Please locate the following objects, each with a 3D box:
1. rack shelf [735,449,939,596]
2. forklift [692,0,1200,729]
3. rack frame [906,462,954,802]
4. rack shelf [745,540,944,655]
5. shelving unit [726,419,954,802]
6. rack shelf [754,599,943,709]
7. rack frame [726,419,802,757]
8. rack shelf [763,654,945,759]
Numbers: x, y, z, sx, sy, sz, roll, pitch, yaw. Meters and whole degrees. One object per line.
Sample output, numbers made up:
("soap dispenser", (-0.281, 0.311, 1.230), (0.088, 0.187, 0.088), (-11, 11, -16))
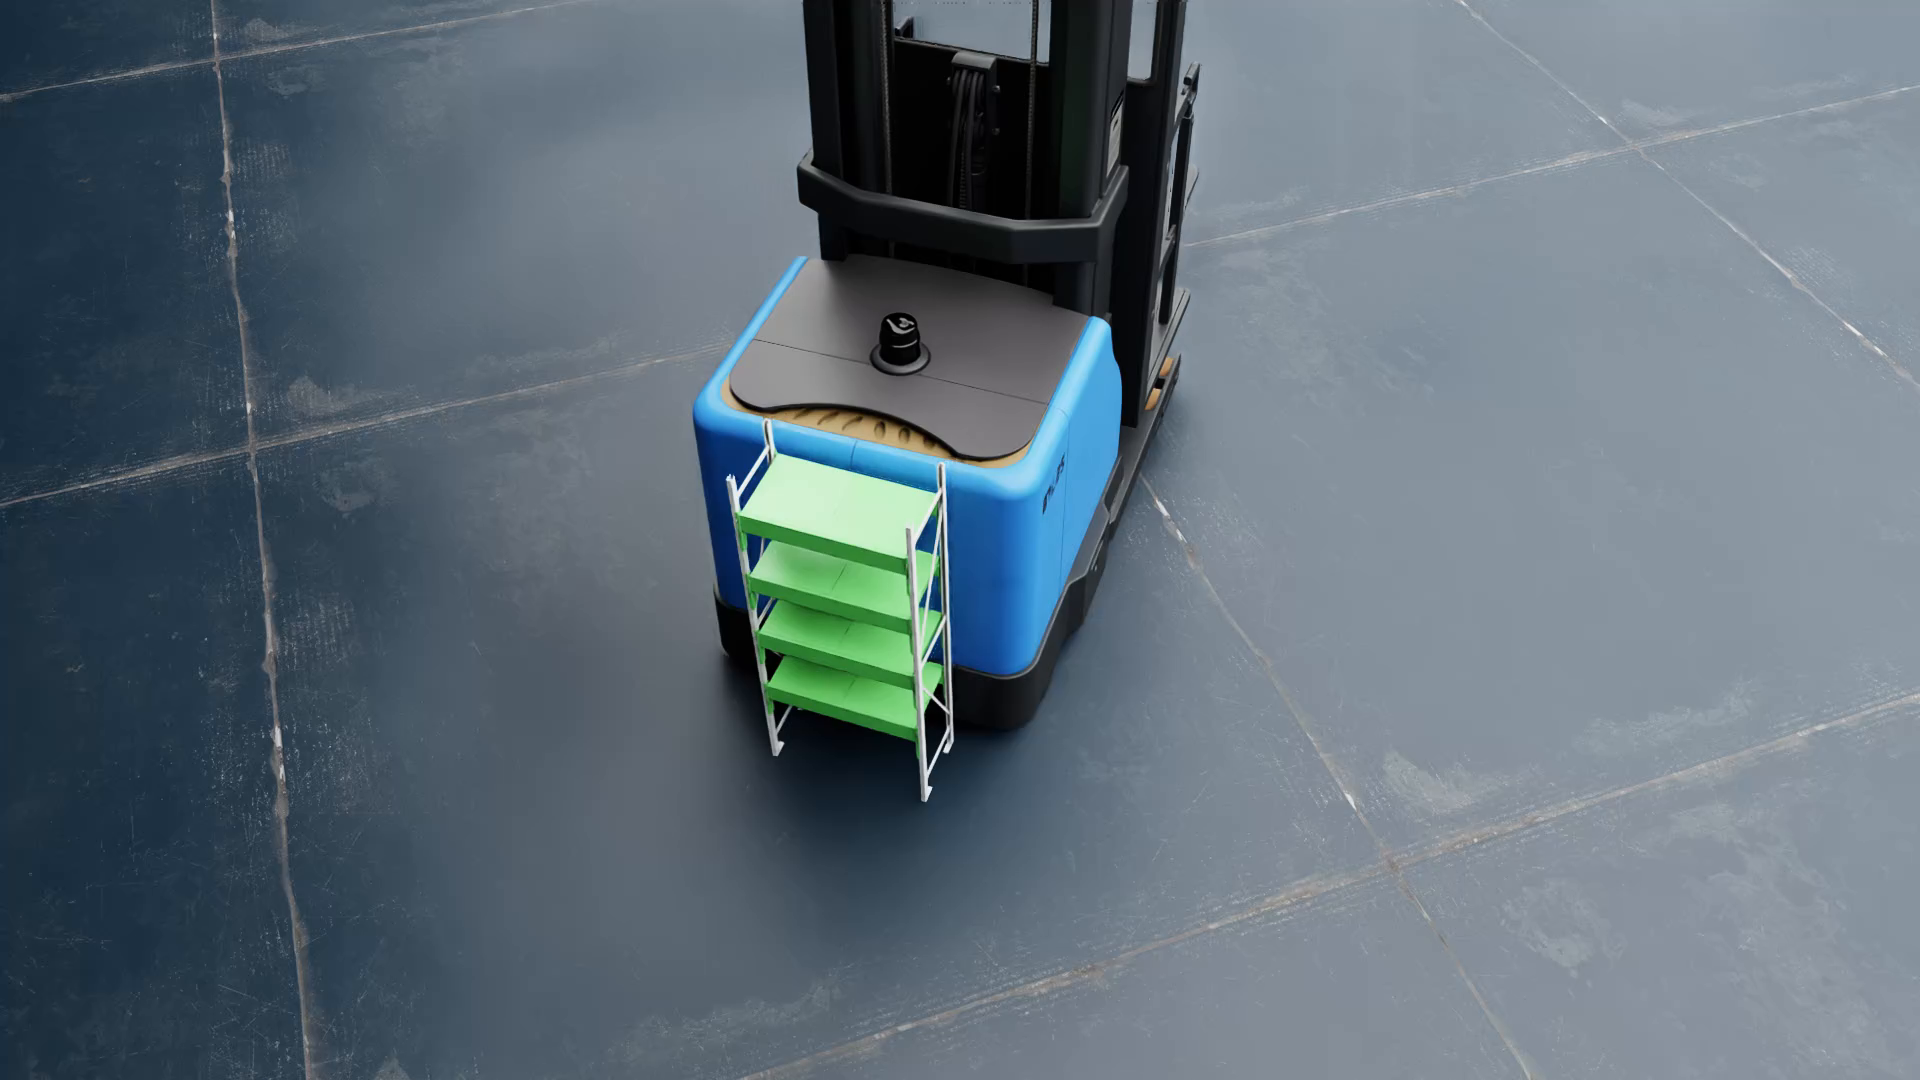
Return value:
("rack shelf", (-0.312, -0.049, 4.357), (0.480, 0.148, 0.258), (15, 49, 14))
("forklift", (0.192, -1.520, 5.195), (1.130, 2.935, 3.031), (14, 47, 13))
("rack frame", (-0.077, 0.292, 4.603), (0.015, 1.200, 0.240), (15, 49, 14))
("rack shelf", (-0.309, 0.113, 4.533), (0.480, 0.148, 0.258), (15, 49, 14))
("shelving unit", (-0.306, 0.233, 4.663), (0.503, 1.200, 0.258), (15, 49, 14))
("rack shelf", (-0.305, 0.276, 4.710), (0.480, 0.148, 0.258), (15, 49, 14))
("rack frame", (-0.535, 0.173, 4.723), (0.015, 1.200, 0.240), (15, 49, 14))
("rack shelf", (-0.301, 0.438, 4.887), (0.480, 0.148, 0.258), (15, 49, 14))
